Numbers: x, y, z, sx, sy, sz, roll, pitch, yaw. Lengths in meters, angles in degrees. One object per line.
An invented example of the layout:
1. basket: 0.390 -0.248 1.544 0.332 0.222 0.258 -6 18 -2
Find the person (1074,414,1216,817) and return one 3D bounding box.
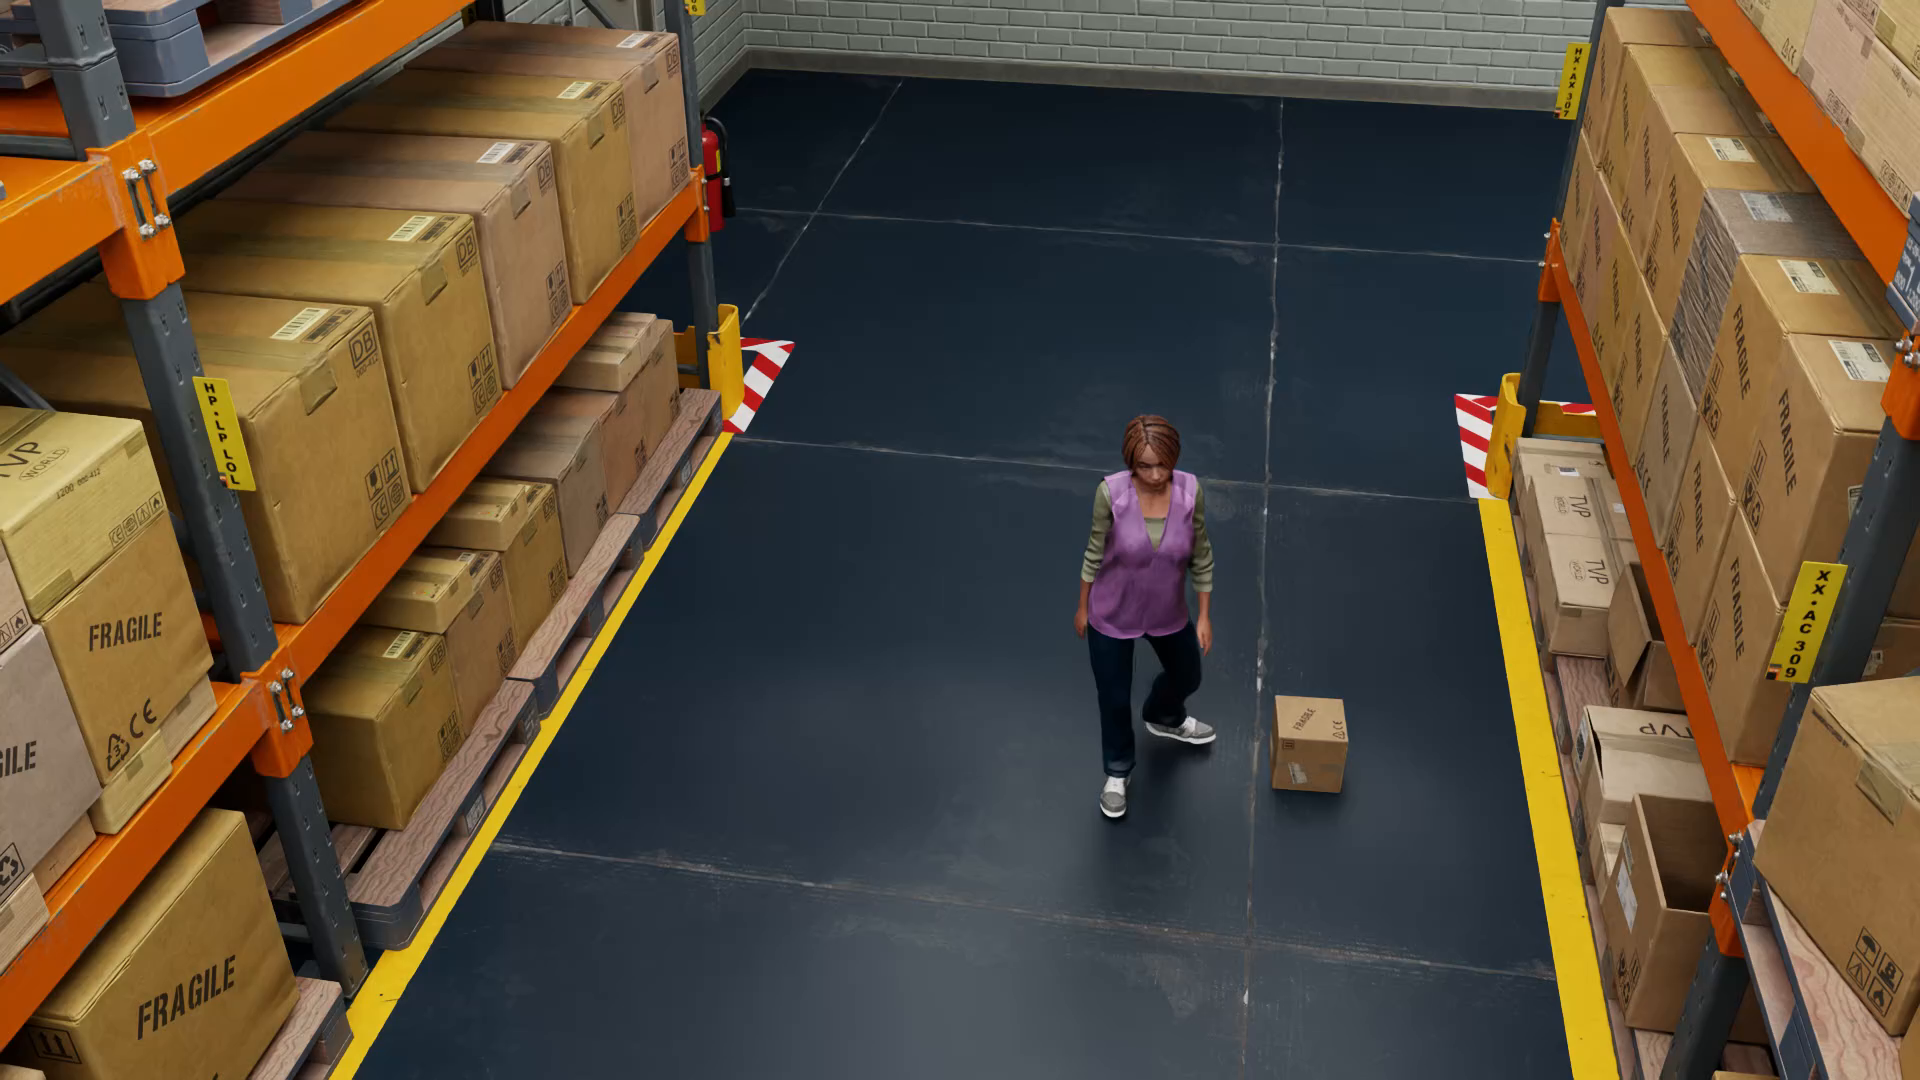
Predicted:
1. person: 0.701 0.223 5.802 0.602 1.587 0.467 -6 33 -10
